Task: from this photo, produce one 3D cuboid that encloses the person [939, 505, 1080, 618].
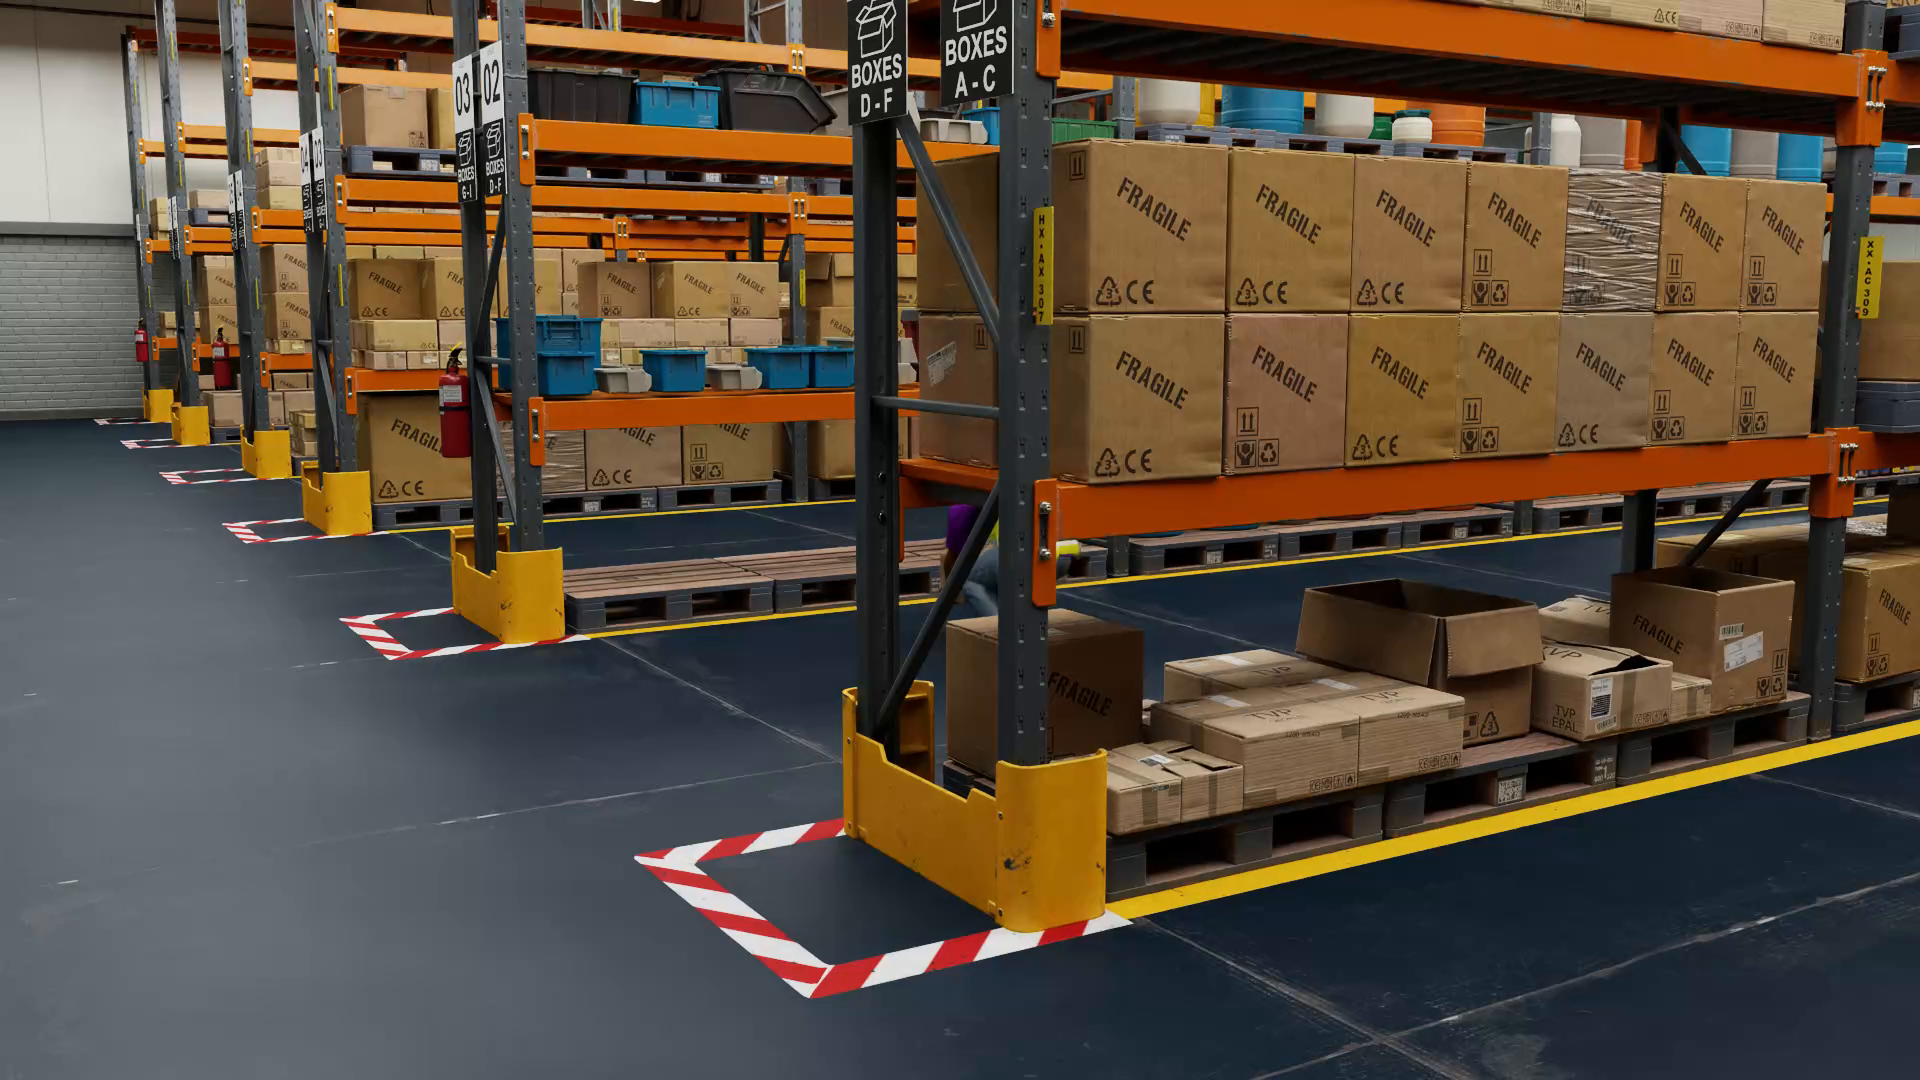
[{"bbox_3d":[0.222,0.074,8.935,0.537,1.010,0.912,-5,10,-32],"label":"person"}]
